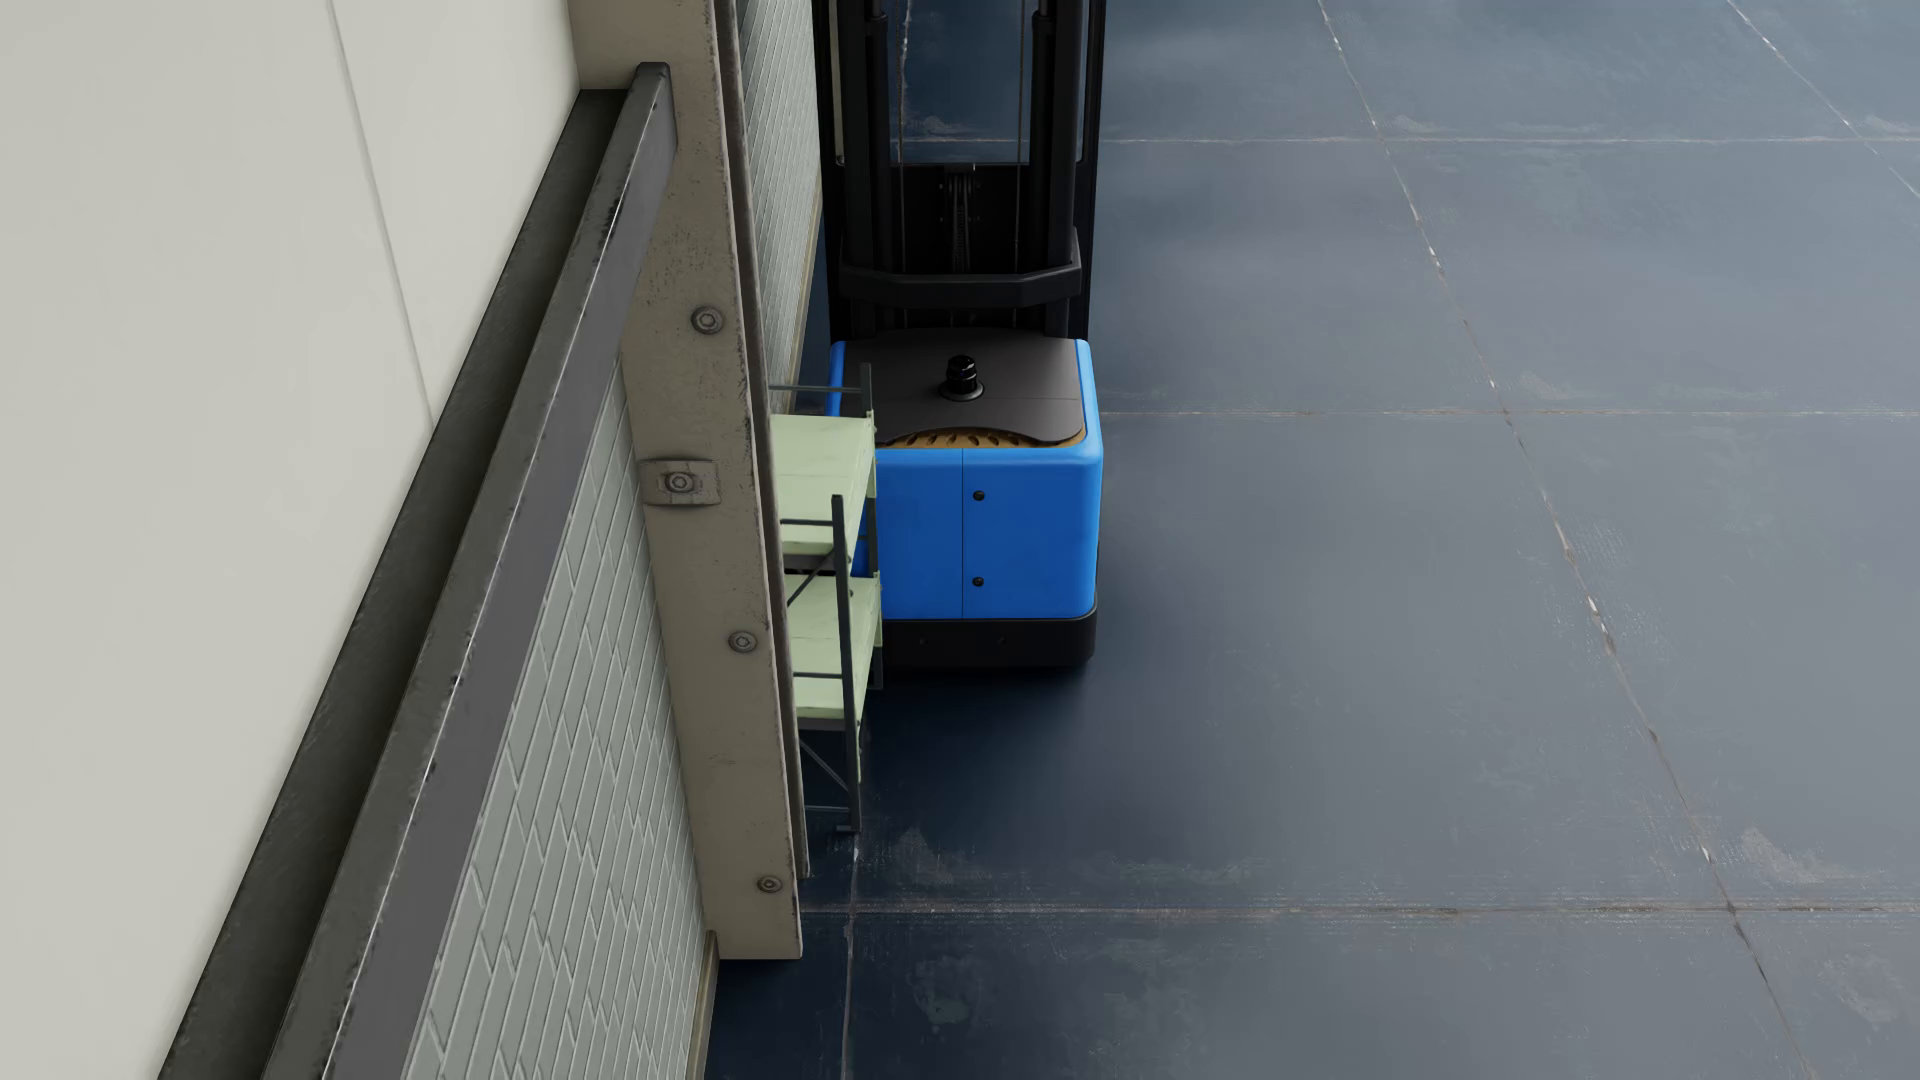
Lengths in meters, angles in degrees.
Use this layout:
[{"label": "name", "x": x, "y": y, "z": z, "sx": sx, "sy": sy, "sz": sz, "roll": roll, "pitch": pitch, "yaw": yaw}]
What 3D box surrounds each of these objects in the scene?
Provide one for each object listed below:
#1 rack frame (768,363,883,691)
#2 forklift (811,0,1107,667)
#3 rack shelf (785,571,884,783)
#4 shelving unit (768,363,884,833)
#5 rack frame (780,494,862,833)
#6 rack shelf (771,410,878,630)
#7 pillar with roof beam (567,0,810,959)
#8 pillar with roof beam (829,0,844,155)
[{"label": "rack frame", "x": -0.501, "y": -0.011, "z": 6.064, "sx": 0.400, "sy": 1.500, "sz": 0.023, "roll": 3, "pitch": 39, "yaw": 3}, {"label": "forklift", "x": -0.007, "y": -1.538, "z": 6.825, "sx": 1.130, "sy": 2.935, "sz": 3.031, "roll": 0, "pitch": 39, "yaw": -1}, {"label": "rack shelf", "x": -0.527, "y": 0.472, "z": 5.983, "sx": 0.431, "sy": 0.370, "sz": 0.720, "roll": 3, "pitch": 39, "yaw": 3}, {"label": "shelving unit", "x": -0.527, "y": 0.217, "z": 5.779, "sx": 0.431, "sy": 1.500, "sz": 0.755, "roll": 3, "pitch": 39, "yaw": 3}, {"label": "rack frame", "x": -0.553, "y": 0.446, "z": 5.494, "sx": 0.400, "sy": 1.500, "sz": 0.023, "roll": 3, "pitch": 39, "yaw": 3}, {"label": "rack shelf", "x": -0.527, "y": -0.087, "z": 5.535, "sx": 0.431, "sy": 0.370, "sz": 0.720, "roll": 3, "pitch": 39, "yaw": 3}, {"label": "pillar with roof beam", "x": 3.624, "y": -2.249, "z": 2.861, "sx": 9.100, "sy": 9.000, "sz": 0.400, "roll": 0, "pitch": 39, "yaw": 0}, {"label": "pillar with roof beam", "x": 3.617, "y": -6.002, "z": 7.543, "sx": 9.100, "sy": 9.000, "sz": 0.400, "roll": 0, "pitch": 39, "yaw": 0}]
